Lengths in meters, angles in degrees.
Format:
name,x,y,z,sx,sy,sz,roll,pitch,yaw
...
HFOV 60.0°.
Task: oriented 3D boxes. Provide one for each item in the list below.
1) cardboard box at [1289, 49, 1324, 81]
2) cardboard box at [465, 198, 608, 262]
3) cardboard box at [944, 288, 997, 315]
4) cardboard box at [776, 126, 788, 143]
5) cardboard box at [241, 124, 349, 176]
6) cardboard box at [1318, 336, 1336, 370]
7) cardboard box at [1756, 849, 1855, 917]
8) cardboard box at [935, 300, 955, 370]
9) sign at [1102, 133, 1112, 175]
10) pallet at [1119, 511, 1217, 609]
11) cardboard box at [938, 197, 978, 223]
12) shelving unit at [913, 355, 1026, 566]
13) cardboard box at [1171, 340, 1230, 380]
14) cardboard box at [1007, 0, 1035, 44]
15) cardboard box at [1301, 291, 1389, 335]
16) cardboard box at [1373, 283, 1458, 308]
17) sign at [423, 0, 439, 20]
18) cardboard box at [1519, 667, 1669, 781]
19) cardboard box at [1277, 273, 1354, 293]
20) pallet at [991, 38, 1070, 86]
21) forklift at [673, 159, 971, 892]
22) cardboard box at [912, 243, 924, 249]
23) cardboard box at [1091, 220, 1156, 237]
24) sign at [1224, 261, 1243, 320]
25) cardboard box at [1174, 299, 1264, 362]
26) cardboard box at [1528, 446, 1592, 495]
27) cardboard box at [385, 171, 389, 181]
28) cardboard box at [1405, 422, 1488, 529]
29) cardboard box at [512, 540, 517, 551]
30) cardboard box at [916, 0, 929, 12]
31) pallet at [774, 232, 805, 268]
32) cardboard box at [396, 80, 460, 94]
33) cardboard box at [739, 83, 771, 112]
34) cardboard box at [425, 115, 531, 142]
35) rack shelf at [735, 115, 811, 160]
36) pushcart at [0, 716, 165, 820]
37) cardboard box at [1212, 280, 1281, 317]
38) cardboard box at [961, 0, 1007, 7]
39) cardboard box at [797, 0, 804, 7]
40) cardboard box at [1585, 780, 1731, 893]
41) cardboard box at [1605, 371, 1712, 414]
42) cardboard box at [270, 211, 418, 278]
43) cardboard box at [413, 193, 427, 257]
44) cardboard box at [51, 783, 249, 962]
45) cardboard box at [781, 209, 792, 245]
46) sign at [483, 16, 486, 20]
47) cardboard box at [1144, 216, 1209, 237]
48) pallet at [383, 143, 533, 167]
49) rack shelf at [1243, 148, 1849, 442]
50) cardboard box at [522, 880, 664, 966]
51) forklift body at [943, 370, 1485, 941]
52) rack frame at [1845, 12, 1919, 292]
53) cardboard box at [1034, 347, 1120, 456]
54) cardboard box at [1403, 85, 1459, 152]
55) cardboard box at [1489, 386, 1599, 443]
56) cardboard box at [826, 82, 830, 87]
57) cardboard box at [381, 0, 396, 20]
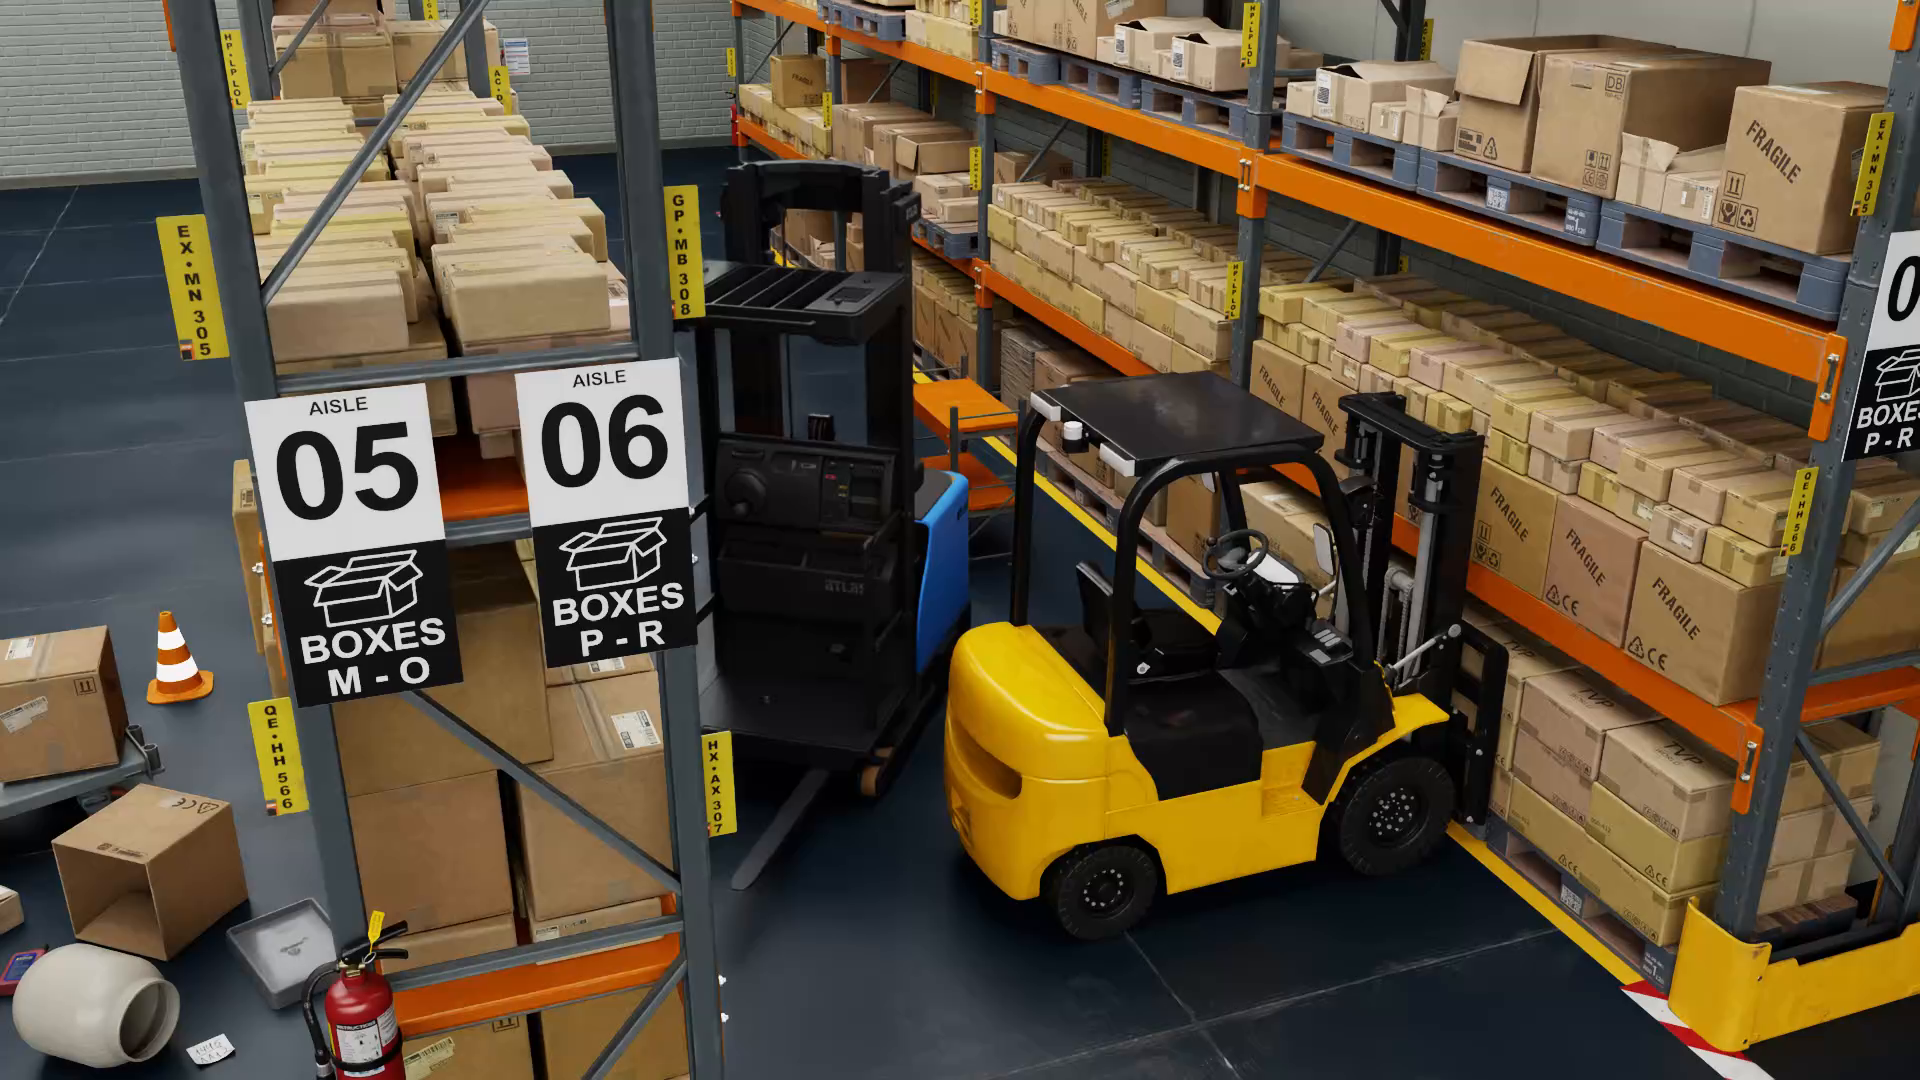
name,x,y,z,sx,sy,sz,roll,pitch,yaw
cardboard box,1.924,-2.819,9.868,0.380,0.149,0.250,-8,24,-19
cardboard box,-1.277,-0.923,5.012,0.380,0.149,0.250,-8,24,-19
cardboard box,0.090,-2.011,14.001,0.380,0.149,0.250,-10,25,-22
cardboard box,-1.819,-4.497,18.381,0.380,0.149,0.250,-8,24,-18
cardboard box,-2.524,-1.483,6.341,0.380,0.149,0.250,-9,24,-19
cardboard box,2.118,-0.986,8.763,0.380,0.149,0.250,-8,24,-19
cardboard box,3.463,1.344,7.198,0.500,0.250,0.500,-8,24,-19
cardboard box,0.110,-1.780,14.288,0.500,0.500,0.500,-9,24,-20
sign,1.145,-3.042,13.114,0.100,0.325,0.005,-8,24,-19
pallet,1.744,0.045,10.871,1.003,0.211,1.213,-8,24,-19
cardboard box,0.036,-2.694,13.564,0.380,0.149,0.250,-8,24,-18
shelving unit,-0.002,-0.521,11.037,0.538,1.125,1.048,-8,24,-19
cardboard box,1.618,-1.055,10.085,0.500,0.250,0.500,-8,24,-18
cardboard box,0.655,-3.802,11.748,0.500,0.500,0.500,-8,24,-19
cardboard box,2.069,-1.223,8.942,0.380,0.149,0.250,-8,24,-18
cardboard box,2.486,-1.288,9.097,0.380,0.149,0.250,-9,24,-20
sign,-3.507,-3.443,11.028,0.100,0.325,0.005,-8,24,-19
cardboard box,2.813,0.780,7.250,0.500,0.250,0.500,-8,24,-18
cardboard box,2.117,-1.479,9.934,0.380,0.149,0.250,-9,24,-20
pallet,0.951,-3.492,12.053,1.213,0.211,1.003,-7,24,-17
forklift,-0.831,-0.245,8.058,1.130,2.935,3.031,6,24,15
cardboard box,-0.474,-2.682,15.595,0.380,0.149,0.250,-8,24,-19
cardboard box,1.112,-2.071,11.337,0.380,0.149,0.250,-8,24,-19
sign,1.536,-1.396,9.312,0.100,0.325,0.005,-8,24,-19
cardboard box,1.628,-1.282,9.979,0.500,0.250,0.500,-9,24,-20
cardboard box,2.701,-0.330,7.207,0.380,0.149,0.250,-9,25,-21
cardboard box,-2.347,-1.178,6.130,0.500,0.250,0.500,-8,24,-19
cardboard box,2.490,-0.270,7.899,0.500,0.500,0.500,-8,24,-19
cardboard box,-1.745,0.174,5.176,0.700,0.500,0.500,-8,24,-18
cardboard box,-0.153,-4.494,13.869,0.380,0.149,0.250,-8,24,-17
pallet,-1.462,-3.293,18.791,1.003,0.211,1.213,-8,24,-19
cardboard box,-2.613,-2.253,8.524,0.500,0.250,0.500,-9,24,-20
cardboard box,-2.291,-5.204,19.544,0.500,0.250,0.500,-8,24,-19
cardboard box,-1.900,-1.577,6.563,0.380,0.149,0.250,-8,24,-17
rack shelf,-1.492,-4.279,18.467,1.077,0.370,4.000,-8,24,-19
pushcart,-4.717,1.244,7.812,1.648,0.377,0.936,-18,29,-37
cardboard box,1.712,-1.416,9.783,0.380,0.149,0.250,-7,24,-17
cardboard box,0.229,-4.149,12.666,0.380,0.149,0.250,-8,24,-17
cardboard box,-1.442,-5.519,16.943,0.380,0.149,0.250,-8,24,-19
cardboard box,2.989,1.185,6.932,0.500,0.250,0.500,-9,24,-20
cardboard box,3.177,-0.644,7.569,0.380,0.149,0.250,-9,24,-20
cardboard box,-1.789,-0.846,4.830,0.380,0.149,0.250,-8,24,-19
cardboard box,-1.654,-1.068,5.871,0.500,0.250,0.500,-8,24,-18
cardboard box,-3.496,1.432,7.206,0.500,0.500,0.500,8,24,18
cardboard box,-1.713,-3.622,18.660,0.500,0.500,0.500,-8,24,-18
sign,-6.963,-7.384,23.844,0.339,0.242,0.001,-8,24,-19
cardboard box,1.492,-2.130,11.478,0.380,0.149,0.250,-8,24,-17
pallet,-2.720,-1.830,8.108,1.213,0.211,1.003,-8,24,-19
rack shelf,2.747,-1.301,7.540,1.077,0.370,4.000,-8,24,-19
cardboard box,-1.115,1.122,5.048,0.380,0.149,0.250,-8,24,-19
forklift body,1.077,0.428,7.464,2.313,2.155,1.214,-8,24,-19
rack frame,3.453,-2.288,5.093,1.000,3.000,0.127,-8,24,-19
cardboard box,1.073,-1.065,12.432,0.875,0.625,0.625,-8,24,-17
cardboard box,2.281,-1.956,7.671,0.396,0.266,0.258,-9,24,-20
cardboard box,2.585,-0.557,7.363,0.380,0.149,0.250,-8,24,-18
cardboard box,-1.788,-5.275,19.713,0.500,0.250,0.500,-8,24,-17
cardboard box,-4.920,-4.445,13.646,0.500,0.311,0.500,-8,24,-19
